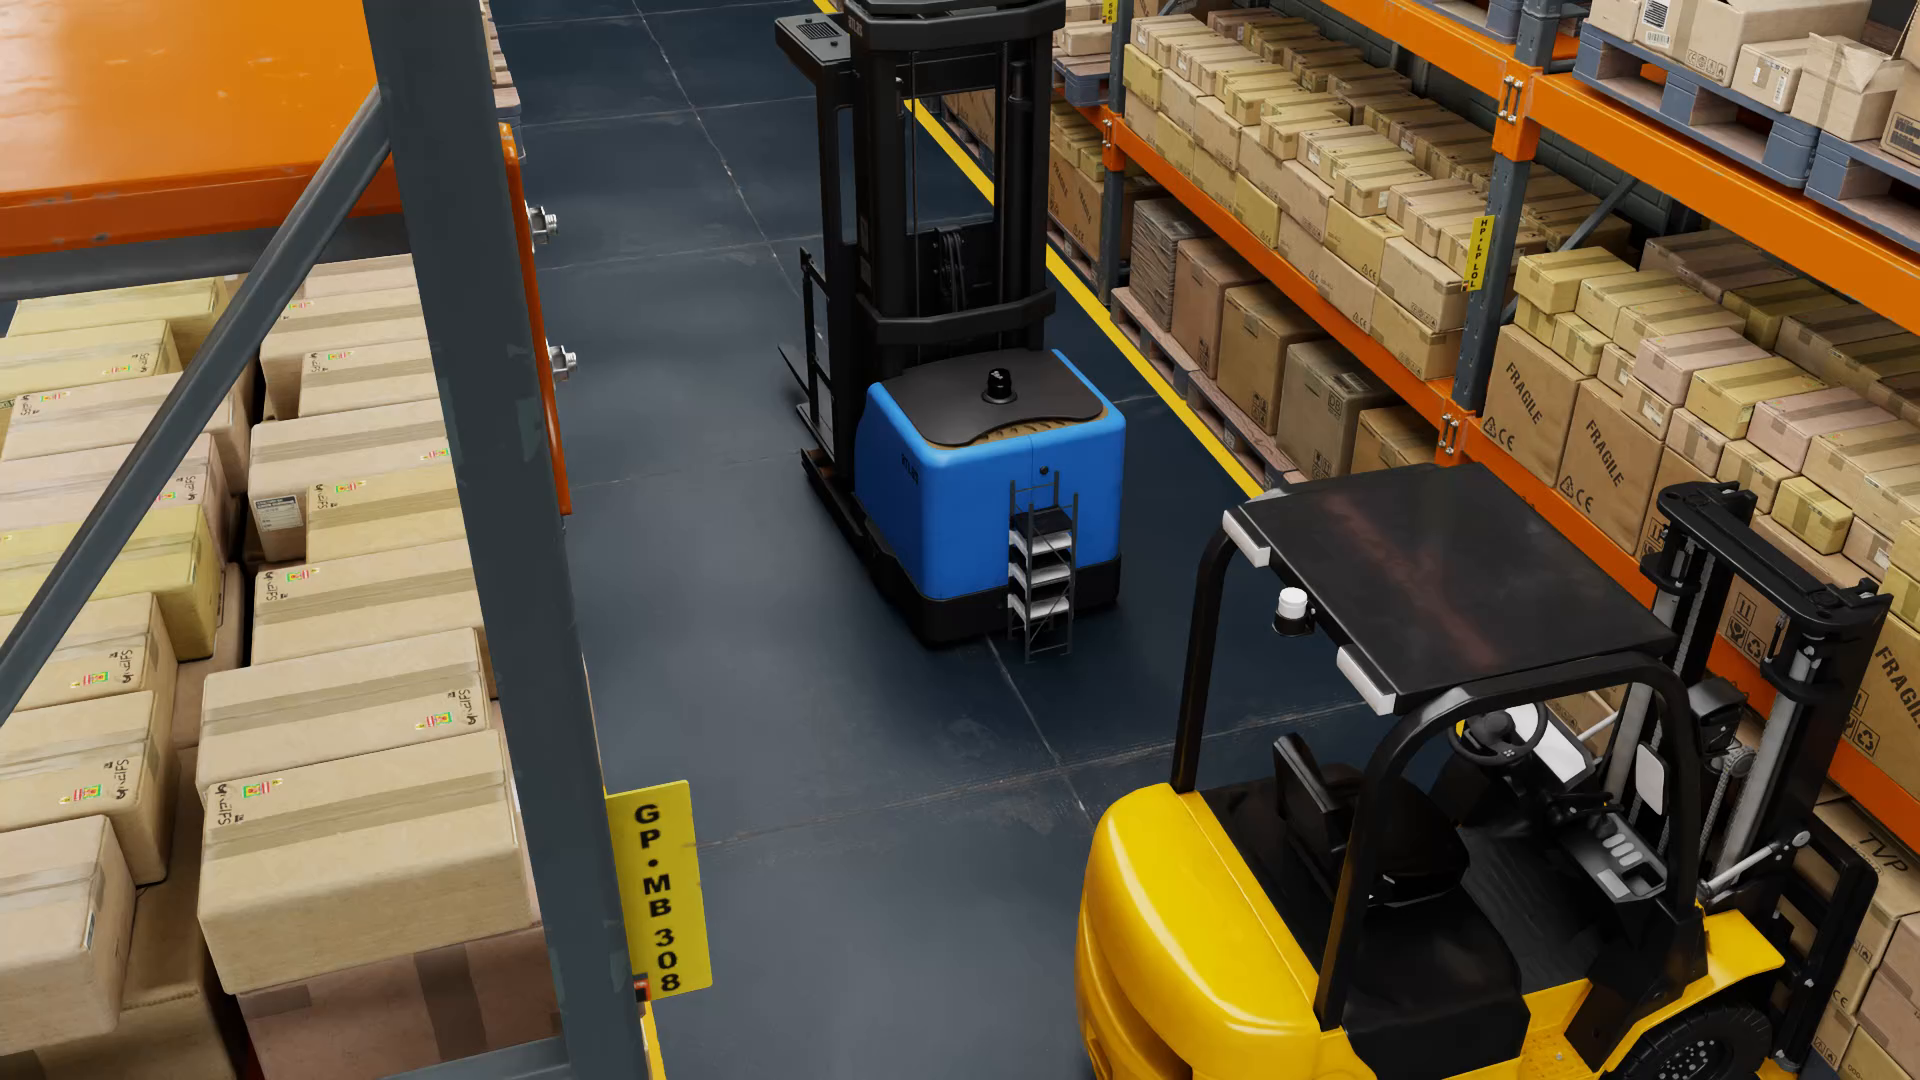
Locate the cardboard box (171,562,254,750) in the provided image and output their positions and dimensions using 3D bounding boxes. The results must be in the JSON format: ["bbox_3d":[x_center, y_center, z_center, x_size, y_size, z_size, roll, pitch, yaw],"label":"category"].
[{"bbox_3d":[-1.414,0.312,2.702,0.500,0.250,0.500,-10,35,-15],"label":"cardboard box"}]

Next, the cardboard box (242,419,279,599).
[{"bbox_3d":[-1.087,-0.040,3.235,0.500,0.250,0.500,-9,35,-13],"label":"cardboard box"}]

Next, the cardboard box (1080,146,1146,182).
[{"bbox_3d":[1.032,-2.542,11.173,0.380,0.149,0.250,-12,35,-17],"label":"cardboard box"}]

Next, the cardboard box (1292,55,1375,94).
[{"bbox_3d":[2.070,-2.565,9.232,0.380,0.149,0.250,-10,35,-15],"label":"cardboard box"}]

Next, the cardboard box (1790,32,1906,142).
[{"bbox_3d":[2.807,-1.404,5.083,0.396,0.266,0.258,-11,35,-16],"label":"cardboard box"}]

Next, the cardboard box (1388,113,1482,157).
[{"bbox_3d":[2.402,-2.033,8.427,0.380,0.149,0.250,-10,35,-15],"label":"cardboard box"}]

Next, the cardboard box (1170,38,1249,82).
[{"bbox_3d":[1.426,-2.747,9.507,0.380,0.149,0.250,-9,35,-13],"label":"cardboard box"}]

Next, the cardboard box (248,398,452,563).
[{"bbox_3d":[-1.058,-0.115,2.986,0.380,0.149,0.250,-10,35,-15],"label":"cardboard box"}]

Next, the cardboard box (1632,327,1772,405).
[{"bbox_3d":[2.691,-0.634,6.040,0.380,0.149,0.250,-9,35,-14],"label":"cardboard box"}]

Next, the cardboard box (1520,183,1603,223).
[{"bbox_3d":[2.709,-1.504,7.627,0.380,0.149,0.250,-11,35,-16],"label":"cardboard box"}]

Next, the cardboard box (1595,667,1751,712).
[{"bbox_3d":[2.802,0.569,6.374,0.500,0.250,0.500,-9,34,-13],"label":"cardboard box"}]

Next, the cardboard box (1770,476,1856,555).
[{"bbox_3d":[2.943,-0.107,5.513,0.380,0.149,0.250,-11,35,-16],"label":"cardboard box"}]

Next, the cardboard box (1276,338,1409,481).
[{"bbox_3d":[2.245,-0.687,8.842,0.875,0.625,0.625,-10,35,-15],"label":"cardboard box"}]

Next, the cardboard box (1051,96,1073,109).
[{"bbox_3d":[0.767,-3.102,12.022,0.380,0.149,0.250,-11,35,-15],"label":"cardboard box"}]

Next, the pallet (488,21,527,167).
[{"bbox_3d":[-2.169,-1.500,5.749,1.213,0.211,1.003,-10,35,-15],"label":"pallet"}]

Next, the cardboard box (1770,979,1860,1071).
[{"bbox_3d":[3.133,1.530,5.827,0.500,0.250,0.500,-10,35,-14],"label":"cardboard box"}]

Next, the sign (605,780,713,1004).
[{"bbox_3d":[-0.345,0.408,1.899,0.100,0.325,0.005,-10,35,-15],"label":"sign"}]

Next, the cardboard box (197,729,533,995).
[{"bbox_3d":[-0.776,0.415,2.185,0.380,0.149,0.250,-10,35,-15],"label":"cardboard box"}]

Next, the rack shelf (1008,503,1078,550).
[{"bbox_3d":[0.379,-0.061,7.597,0.258,0.077,0.200,-13,35,-18],"label":"rack shelf"}]

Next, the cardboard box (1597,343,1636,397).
[{"bbox_3d":[2.677,-0.655,6.341,0.380,0.149,0.250,-10,35,-15],"label":"cardboard box"}]

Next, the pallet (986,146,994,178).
[{"bbox_3d":[0.863,-2.796,12.790,1.003,0.211,1.213,-10,35,-15],"label":"pallet"}]

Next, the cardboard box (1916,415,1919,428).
[{"bbox_3d":[3.436,-0.325,5.573,0.380,0.149,0.250,-9,35,-13],"label":"cardboard box"}]

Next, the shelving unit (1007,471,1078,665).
[{"bbox_3d":[0.379,0.136,7.727,0.258,0.900,0.210,-13,35,-18],"label":"shelving unit"}]

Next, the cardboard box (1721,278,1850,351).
[{"bbox_3d":[3.159,-0.866,6.391,0.380,0.149,0.250,-10,35,-15],"label":"cardboard box"}]

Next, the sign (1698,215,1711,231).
[{"bbox_3d":[3.172,-1.310,7.155,0.100,0.325,0.005,-10,35,-15],"label":"sign"}]

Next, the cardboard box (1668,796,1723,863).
[{"bbox_3d":[2.948,1.043,6.111,0.500,0.250,0.500,-10,35,-15],"label":"cardboard box"}]

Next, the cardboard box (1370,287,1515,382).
[{"bbox_3d":[2.241,-0.980,7.648,0.500,0.250,0.500,-9,35,-14],"label":"cardboard box"}]

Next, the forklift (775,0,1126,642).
[{"bbox_3d":[-0.234,-1.543,8.426,1.130,2.935,3.031,-13,35,-18],"label":"forklift"}]

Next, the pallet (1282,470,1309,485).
[{"bbox_3d":[2.382,-0.039,8.617,1.003,0.211,1.213,-10,35,-15],"label":"pallet"}]

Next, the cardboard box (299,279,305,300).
[{"bbox_3d":[-1.318,-0.665,3.819,0.380,0.149,0.250,-10,35,-14],"label":"cardboard box"}]

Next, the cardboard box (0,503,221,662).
[{"bbox_3d":[-1.412,0.093,2.672,0.380,0.149,0.250,-10,35,-14],"label":"cardboard box"}]

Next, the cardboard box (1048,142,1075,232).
[{"bbox_3d":[0.947,-2.505,11.706,0.500,0.500,0.500,-11,35,-15],"label":"cardboard box"}]

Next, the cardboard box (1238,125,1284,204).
[{"bbox_3d":[1.800,-1.989,8.722,0.500,0.250,0.500,-10,35,-14],"label":"cardboard box"}]

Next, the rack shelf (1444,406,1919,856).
[{"bbox_3d":[3.254,0.528,5.882,1.077,0.370,4.000,-10,35,-15],"label":"rack shelf"}]

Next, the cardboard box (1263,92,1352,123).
[{"bbox_3d":[1.815,-2.221,8.711,0.380,0.149,0.250,-10,35,-15],"label":"cardboard box"}]

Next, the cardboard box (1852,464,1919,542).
[{"bbox_3d":[3.080,-0.115,5.254,0.380,0.149,0.250,-10,35,-14],"label":"cardboard box"}]

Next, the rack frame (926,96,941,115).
[{"bbox_3d":[0.203,-5.022,13.629,1.000,3.000,0.127,-10,35,-15],"label":"rack frame"}]

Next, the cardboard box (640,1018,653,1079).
[{"bbox_3d":[-0.654,0.740,2.417,0.380,0.149,0.250,-10,35,-15],"label":"cardboard box"}]

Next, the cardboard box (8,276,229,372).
[{"bbox_3d":[-1.744,-0.442,3.482,0.380,0.149,0.250,-9,35,-14],"label":"cardboard box"}]

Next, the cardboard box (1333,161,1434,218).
[{"bbox_3d":[2.001,-1.662,7.865,0.380,0.149,0.250,-11,35,-16],"label":"cardboard box"}]

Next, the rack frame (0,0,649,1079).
[{"bbox_3d":[-0.859,-0.388,1.175,0.949,2.616,0.053,-10,35,-15],"label":"rack frame"}]

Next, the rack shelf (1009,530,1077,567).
[{"bbox_3d":[0.379,0.014,7.646,0.258,0.077,0.200,-13,35,-18],"label":"rack shelf"}]

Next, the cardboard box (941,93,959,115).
[{"bbox_3d":[0.137,-3.862,13.761,0.500,0.500,0.500,-9,34,-13],"label":"cardboard box"}]

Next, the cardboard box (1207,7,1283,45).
[{"bbox_3d":[1.716,-3.097,10.038,0.380,0.149,0.250,-9,34,-13],"label":"cardboard box"}]

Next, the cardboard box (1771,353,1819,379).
[{"bbox_3d":[3.284,-0.613,6.278,0.380,0.149,0.250,-10,35,-14],"label":"cardboard box"}]

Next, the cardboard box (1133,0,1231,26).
[{"bbox_3d":[1.415,-3.435,10.756,0.500,0.500,0.500,-8,34,-12],"label":"cardboard box"}]

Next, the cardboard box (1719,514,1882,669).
[{"bbox_3d":[2.994,0.217,5.610,0.500,0.500,0.500,-10,35,-14],"label":"cardboard box"}]

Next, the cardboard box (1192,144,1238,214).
[{"bbox_3d":[1.639,-2.051,9.269,0.500,0.250,0.500,-11,35,-16],"label":"cardboard box"}]
